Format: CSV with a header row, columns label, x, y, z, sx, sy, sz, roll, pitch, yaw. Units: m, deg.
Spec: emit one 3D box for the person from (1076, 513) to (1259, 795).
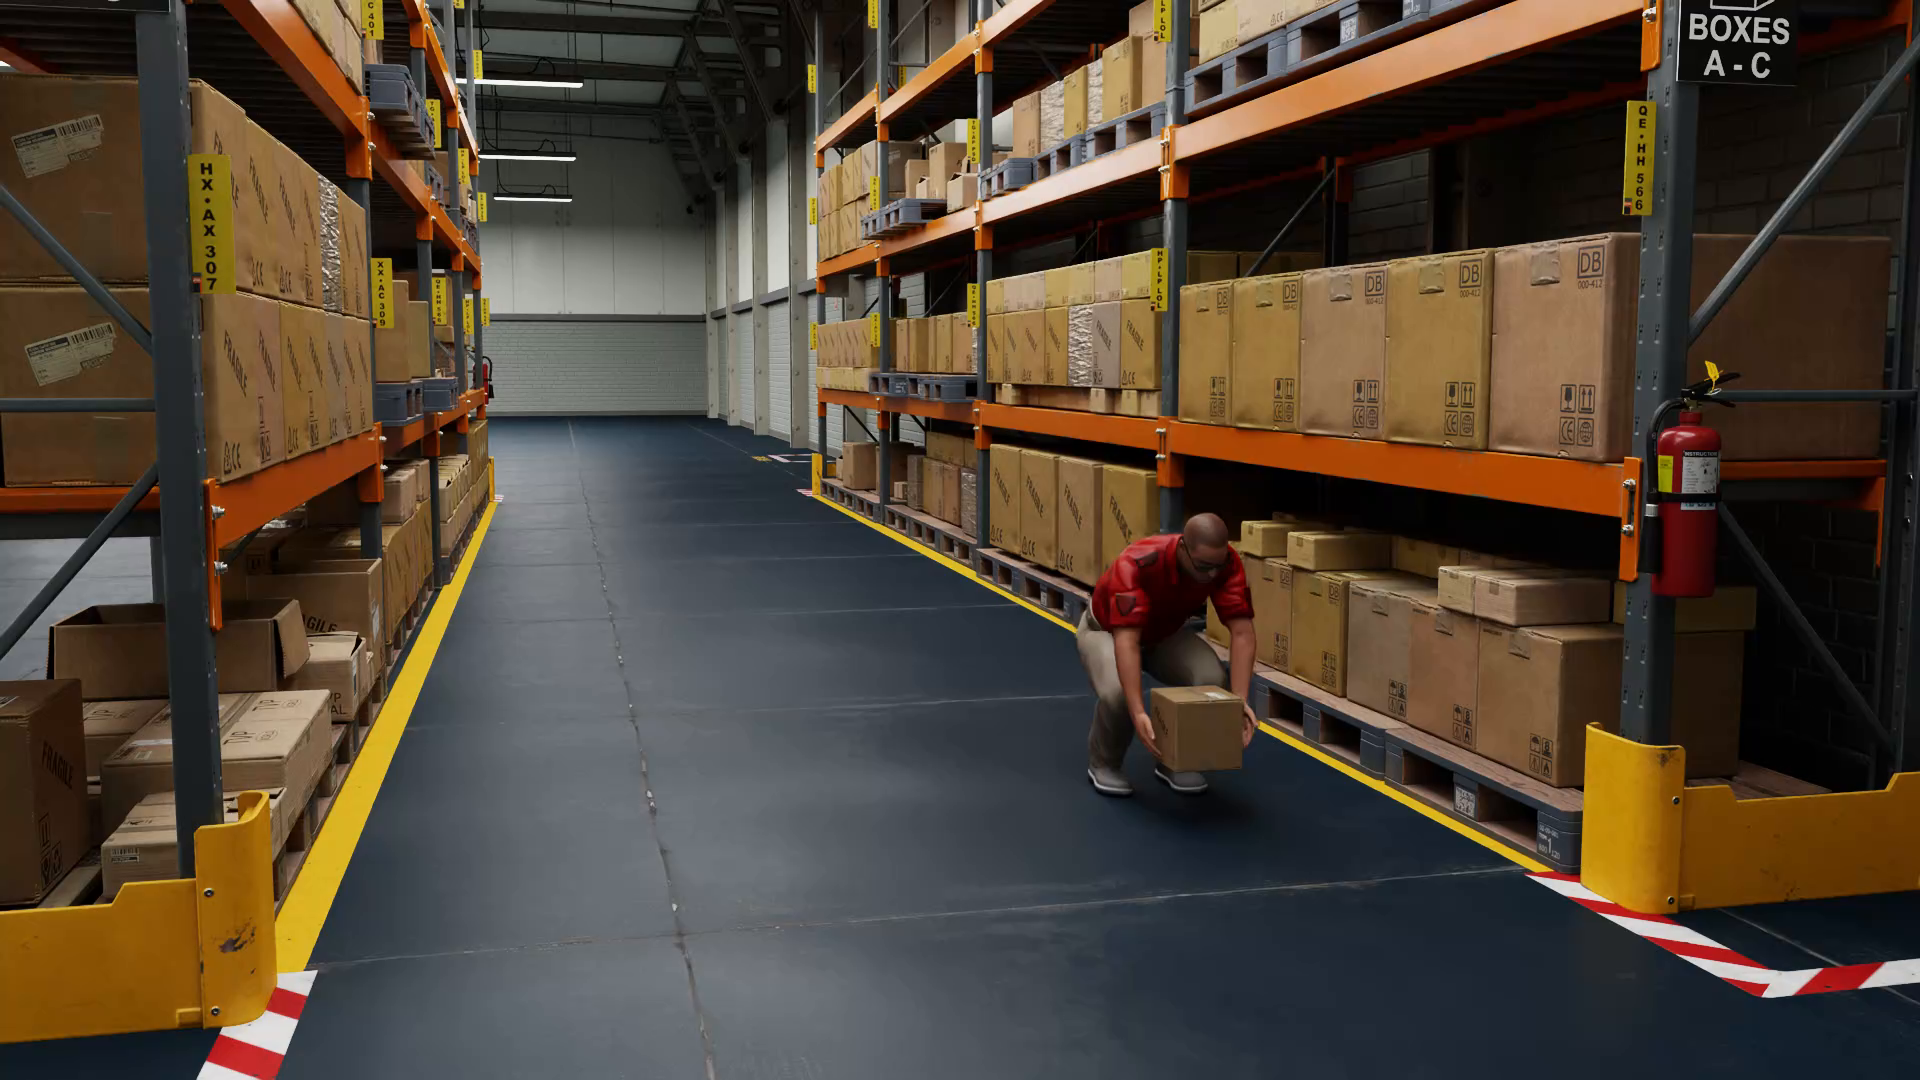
label,x,y,z,sx,sy,sz,roll,pitch,yaw
person,0.775,0.415,6.189,0.574,1.085,0.776,-1,6,-14
